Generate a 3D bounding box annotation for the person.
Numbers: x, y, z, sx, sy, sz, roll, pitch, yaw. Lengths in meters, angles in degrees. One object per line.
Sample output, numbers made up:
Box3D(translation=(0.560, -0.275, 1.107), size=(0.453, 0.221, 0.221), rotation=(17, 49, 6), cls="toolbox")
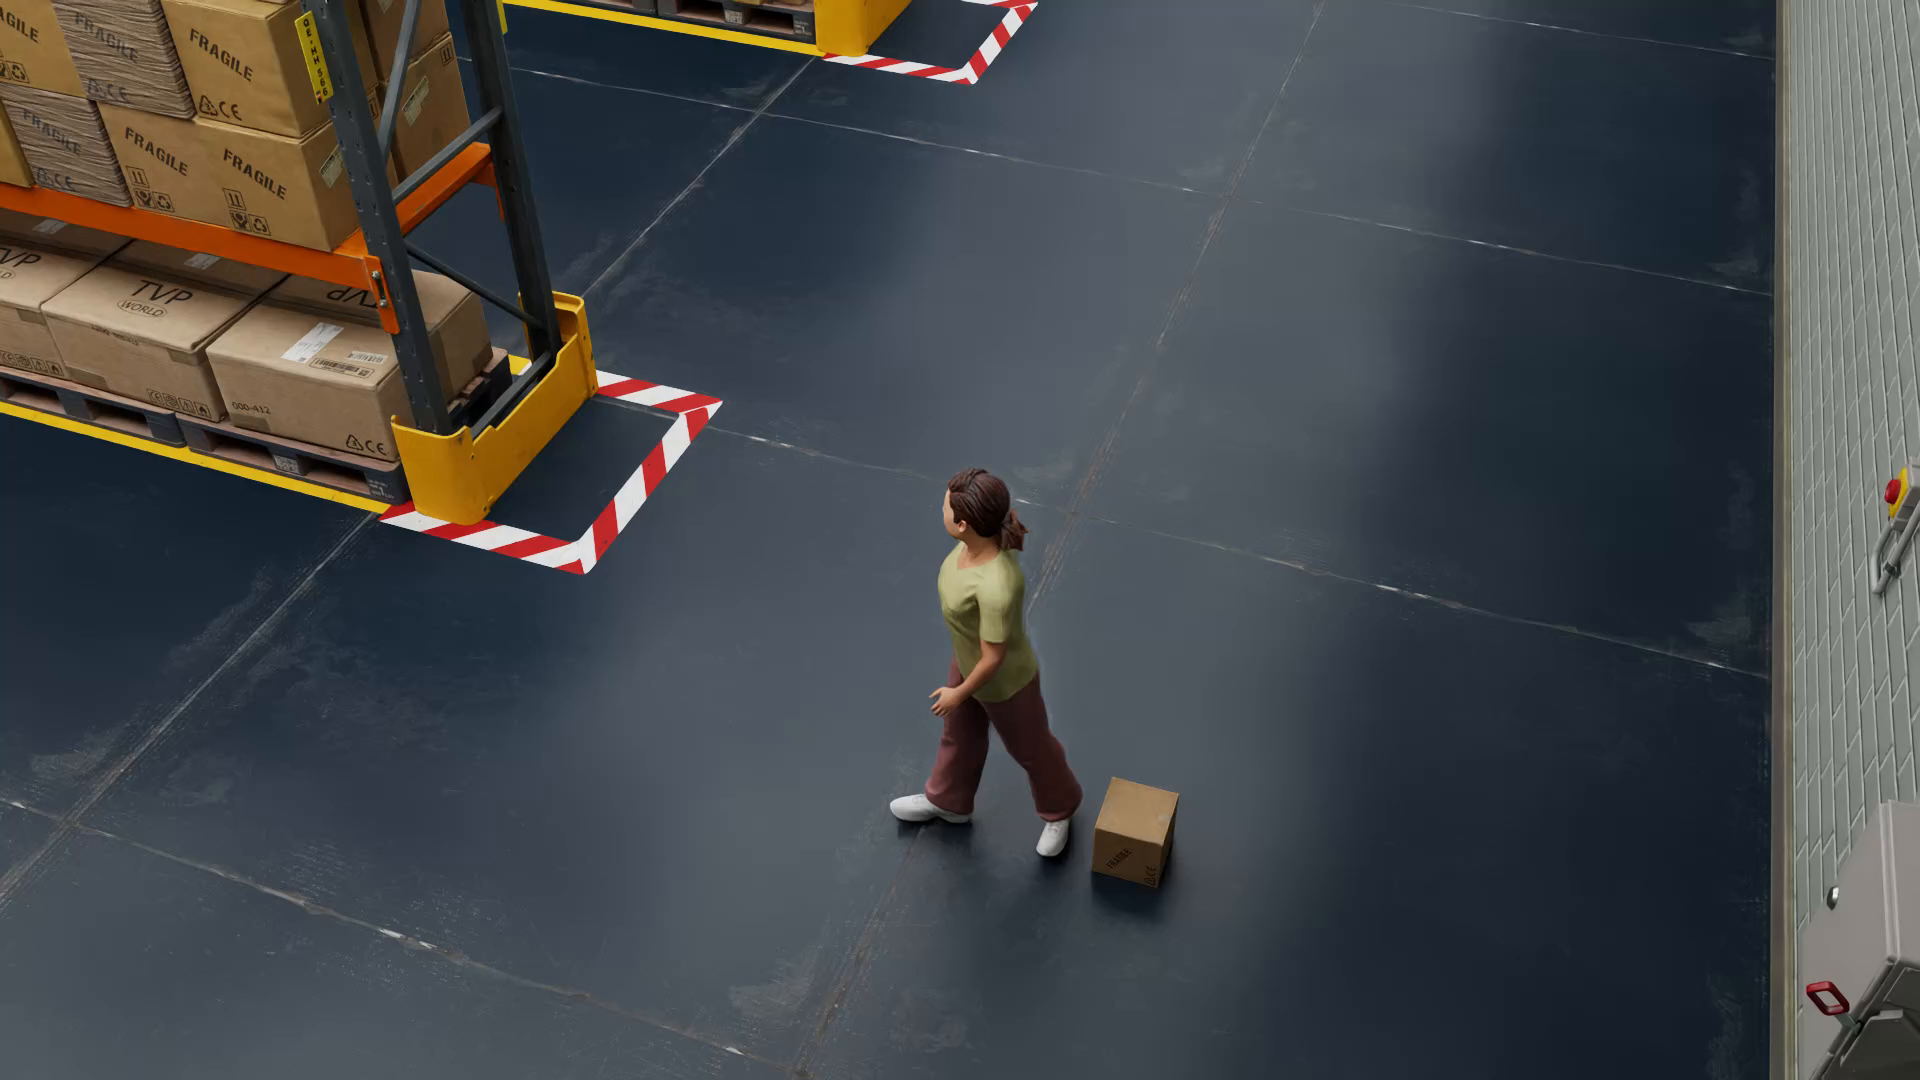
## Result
Box3D(translation=(0.103, 0.446, 5.664), size=(0.688, 1.645, 0.481), rotation=(-9, 42, -10), cls="person")
